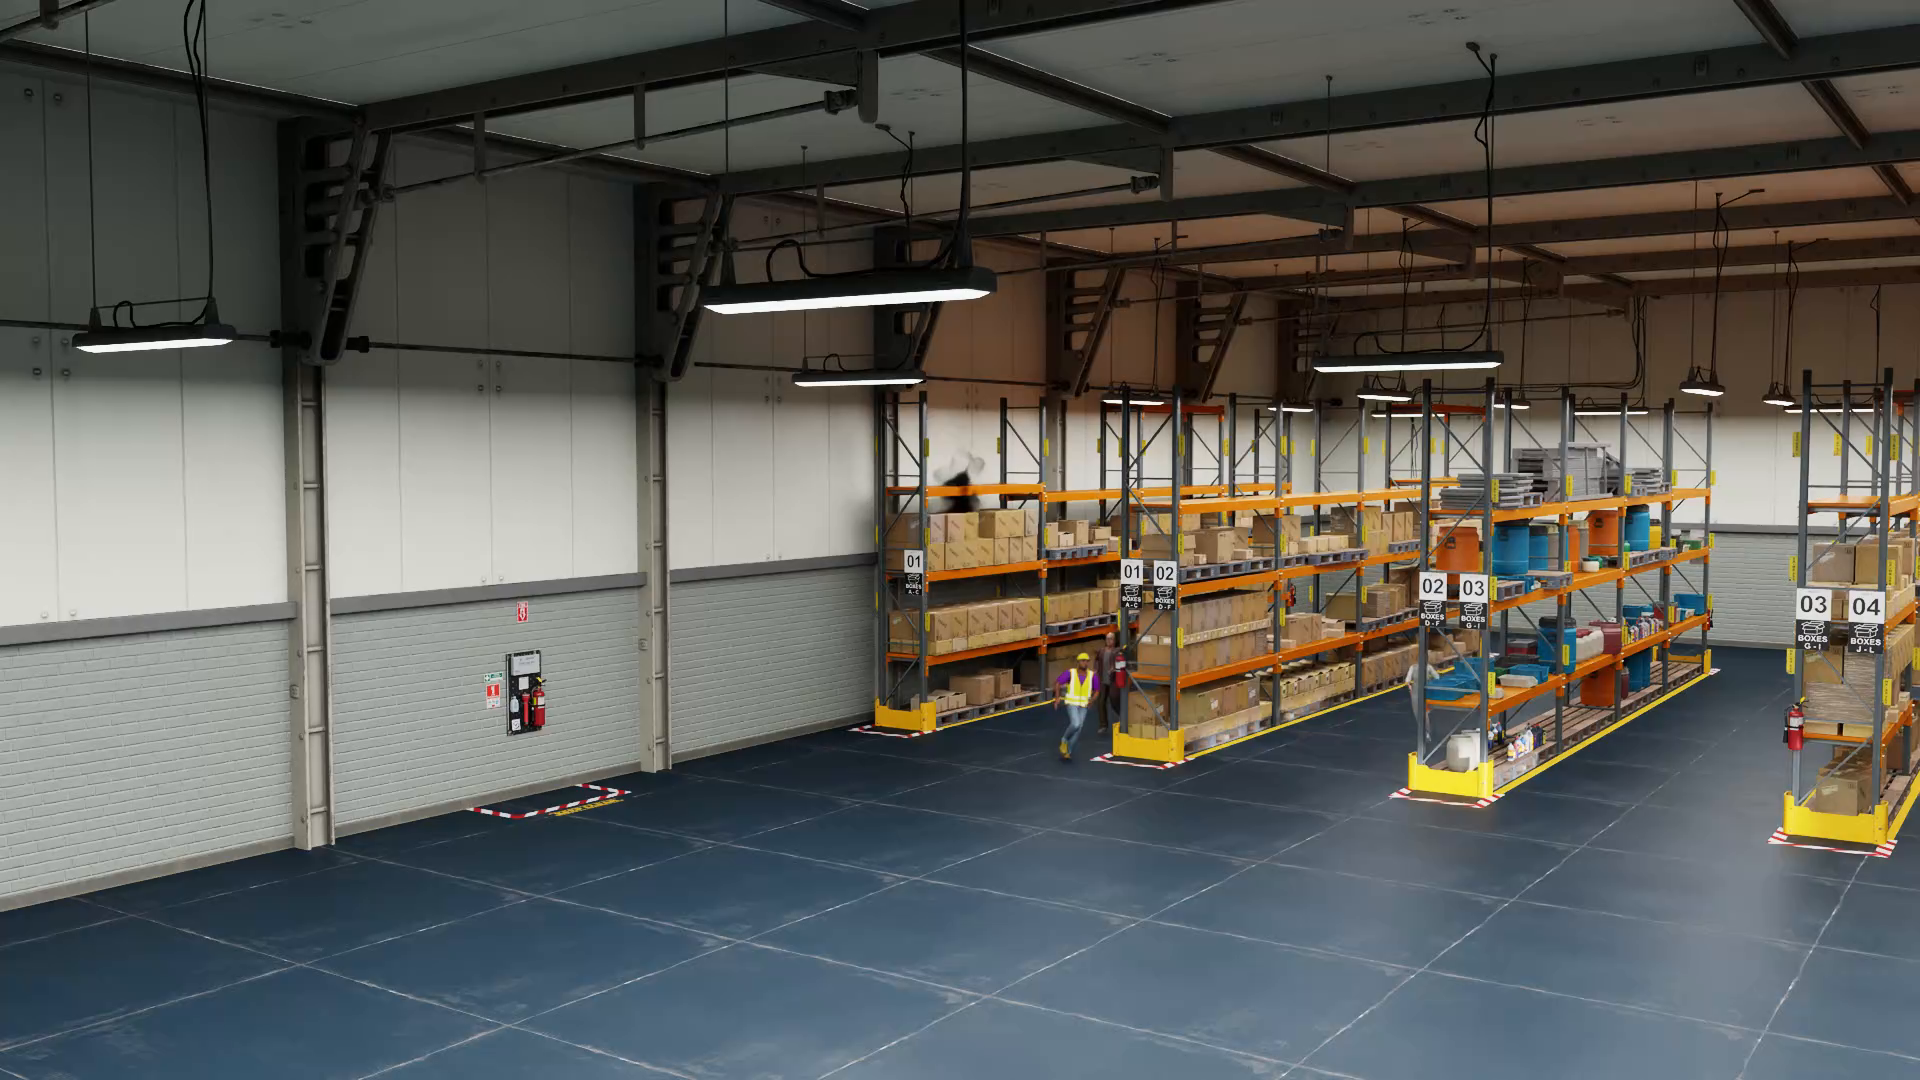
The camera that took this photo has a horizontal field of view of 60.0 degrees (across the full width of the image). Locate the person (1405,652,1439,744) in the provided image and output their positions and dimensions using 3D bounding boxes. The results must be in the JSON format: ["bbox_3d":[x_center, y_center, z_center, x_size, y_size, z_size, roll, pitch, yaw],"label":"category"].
[{"bbox_3d":[7.762,2.653,28.012,0.541,1.568,0.604,2,4,29],"label":"person"}]

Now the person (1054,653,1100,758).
[{"bbox_3d":[1.907,2.639,26.685,0.737,1.645,0.609,-1,3,-11],"label":"person"}]

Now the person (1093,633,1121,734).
[{"bbox_3d":[2.631,2.504,29.252,0.720,1.746,0.913,2,4,26],"label":"person"}]
